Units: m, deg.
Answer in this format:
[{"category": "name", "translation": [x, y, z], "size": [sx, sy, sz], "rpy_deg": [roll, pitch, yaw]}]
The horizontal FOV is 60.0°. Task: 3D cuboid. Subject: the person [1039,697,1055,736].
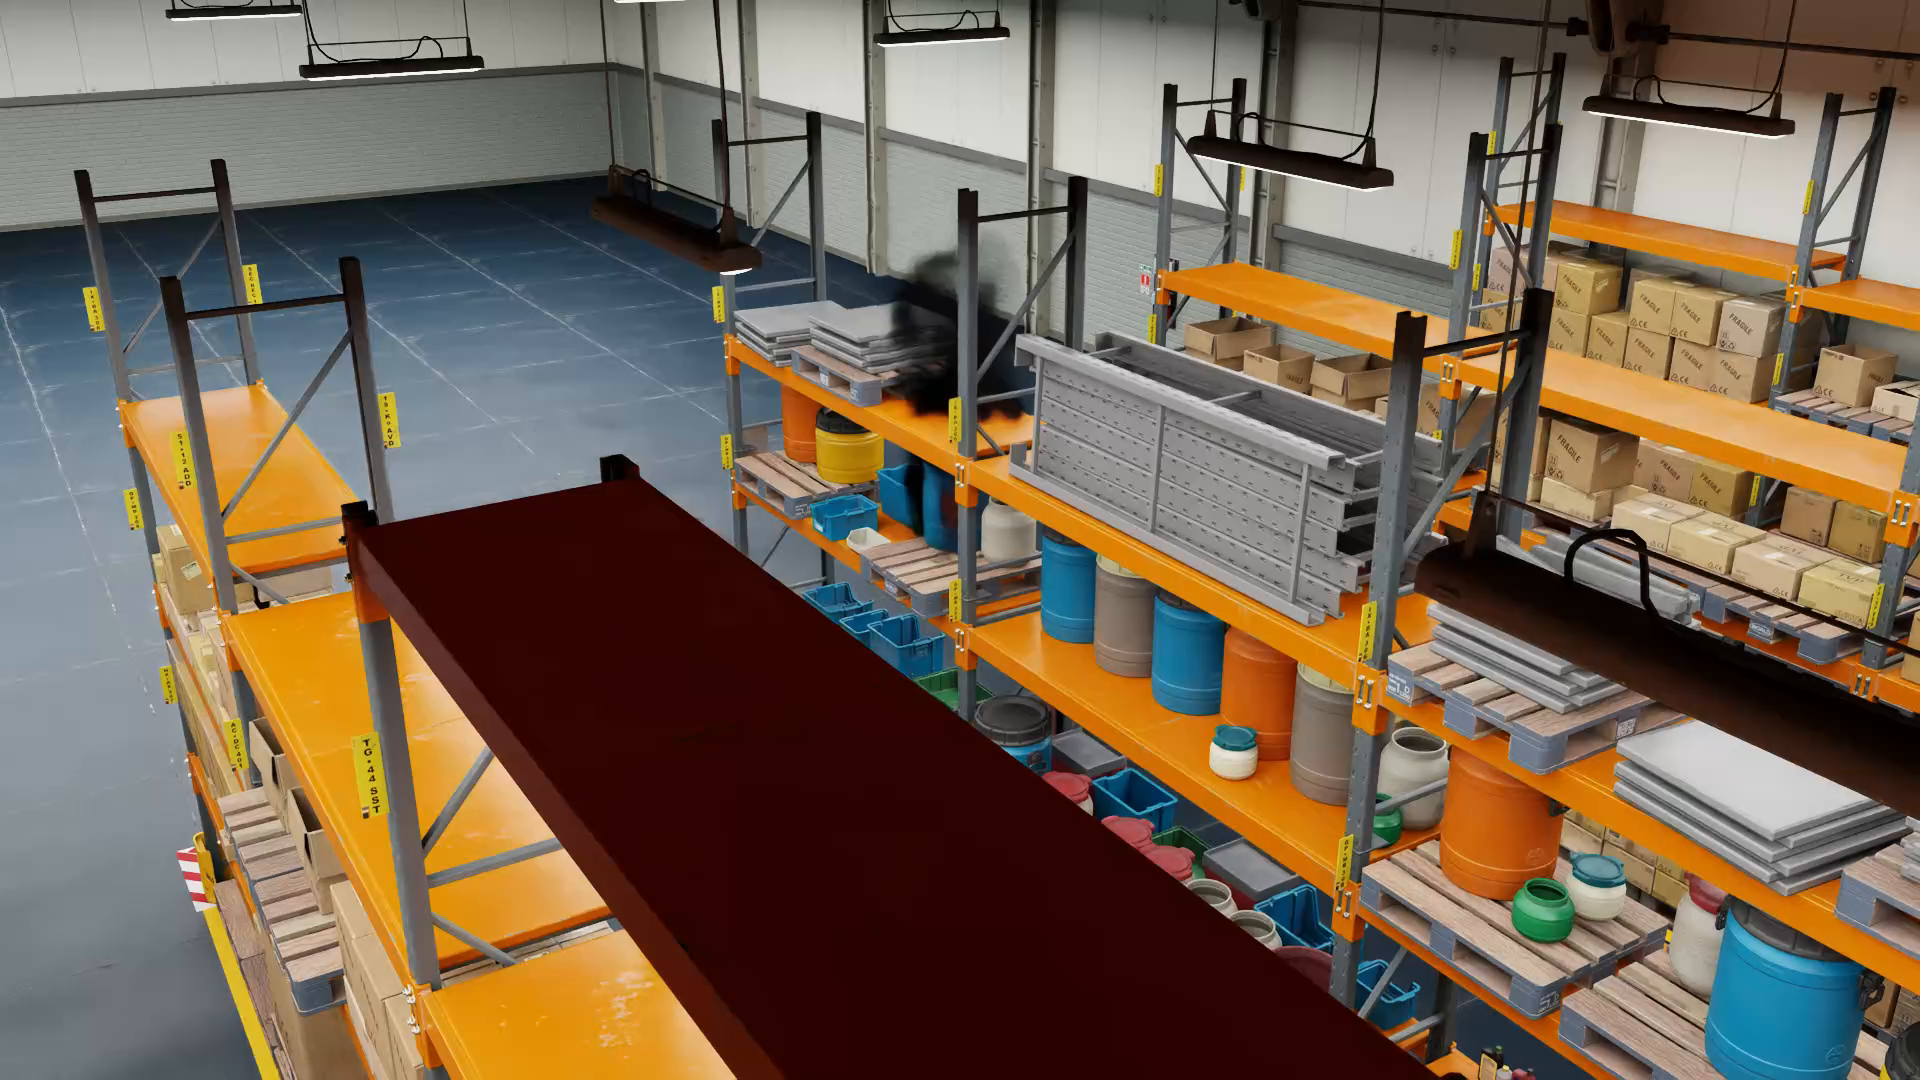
[{"category": "person", "translation": [0.891, 1.455, 15.491], "size": [0.552, 1.715, 0.830], "rpy_deg": [-15, 26, -32]}]
